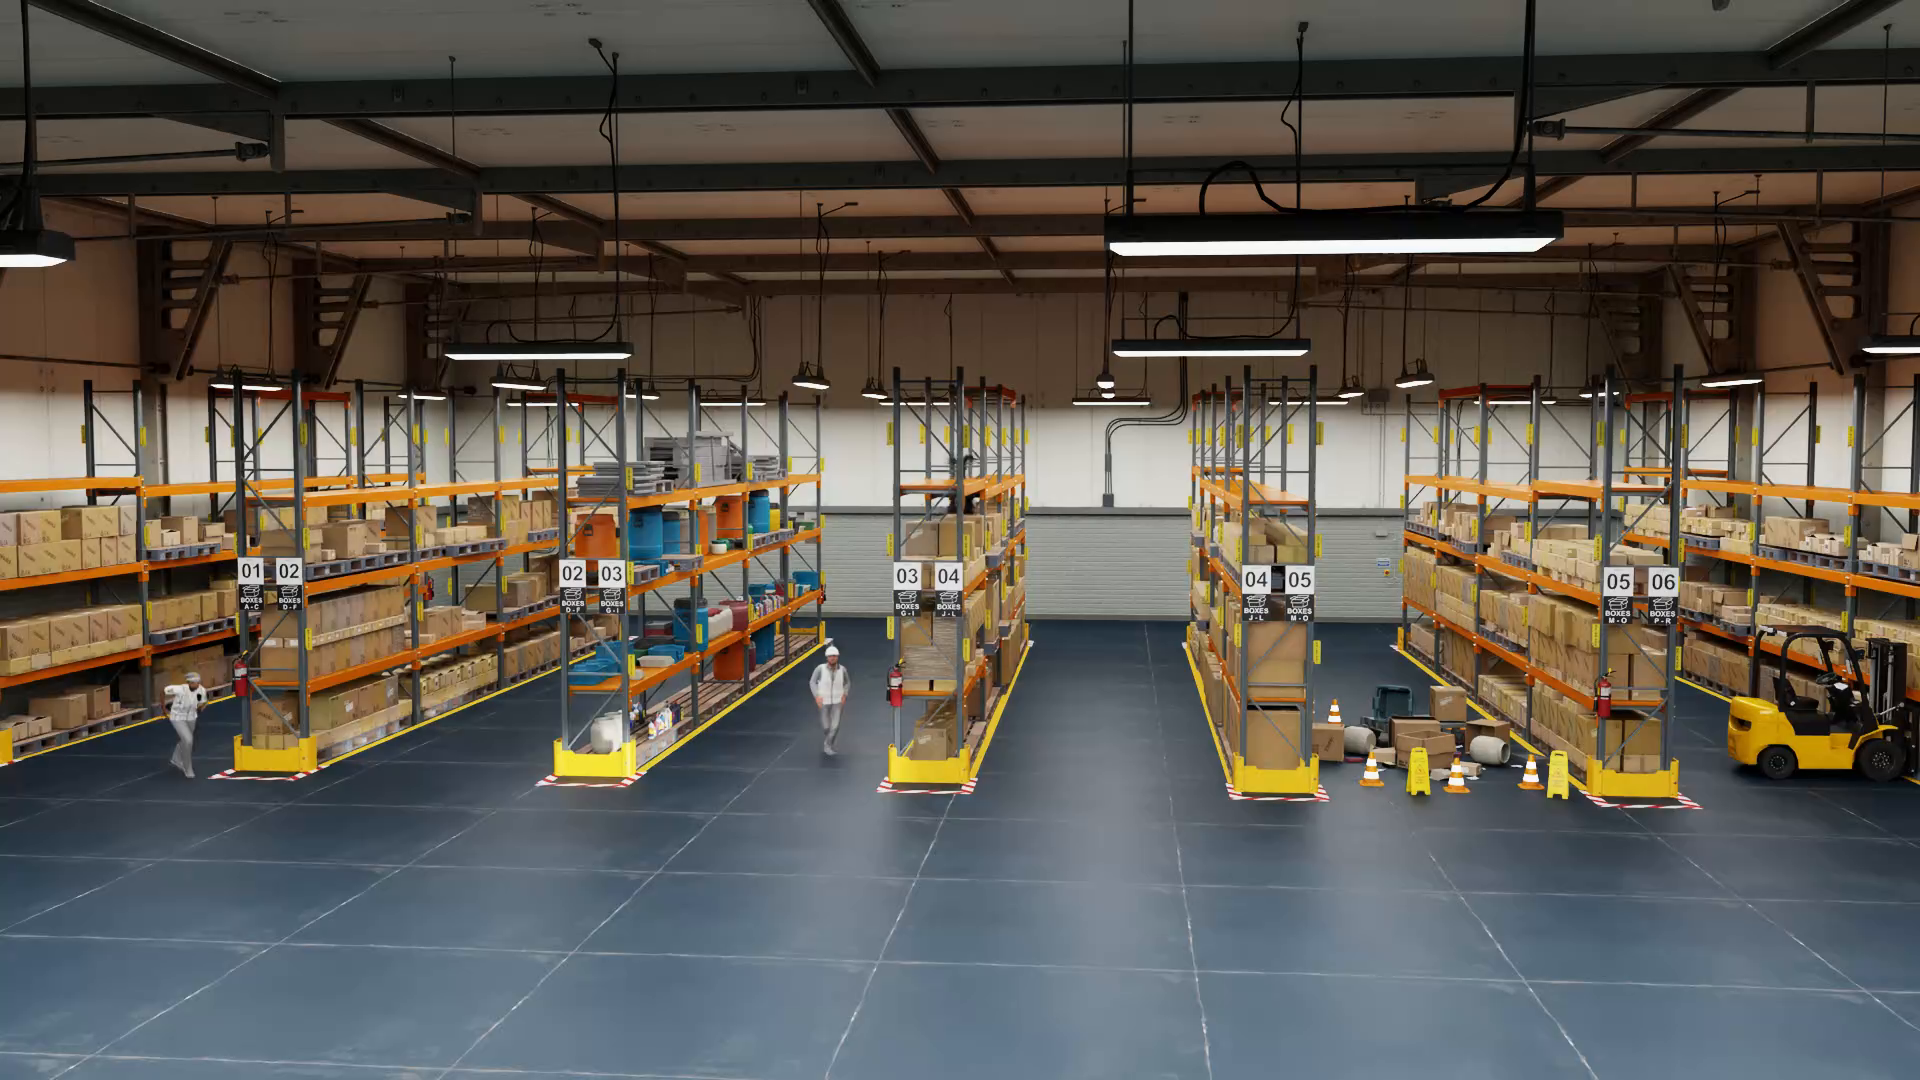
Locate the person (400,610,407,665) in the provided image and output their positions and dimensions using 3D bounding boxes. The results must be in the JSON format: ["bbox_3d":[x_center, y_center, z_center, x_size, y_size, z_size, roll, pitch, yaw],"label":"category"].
[{"bbox_3d":[-12.260,2.011,36.239,0.536,1.490,0.728,-1,4,-10],"label":"person"}]

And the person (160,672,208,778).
[{"bbox_3d":[-11.498,2.725,24.591,0.961,1.603,0.625,3,5,43],"label":"person"}]

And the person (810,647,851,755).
[{"bbox_3d":[-2.045,2.522,26.255,0.656,1.716,0.572,-1,4,-9],"label":"person"}]
